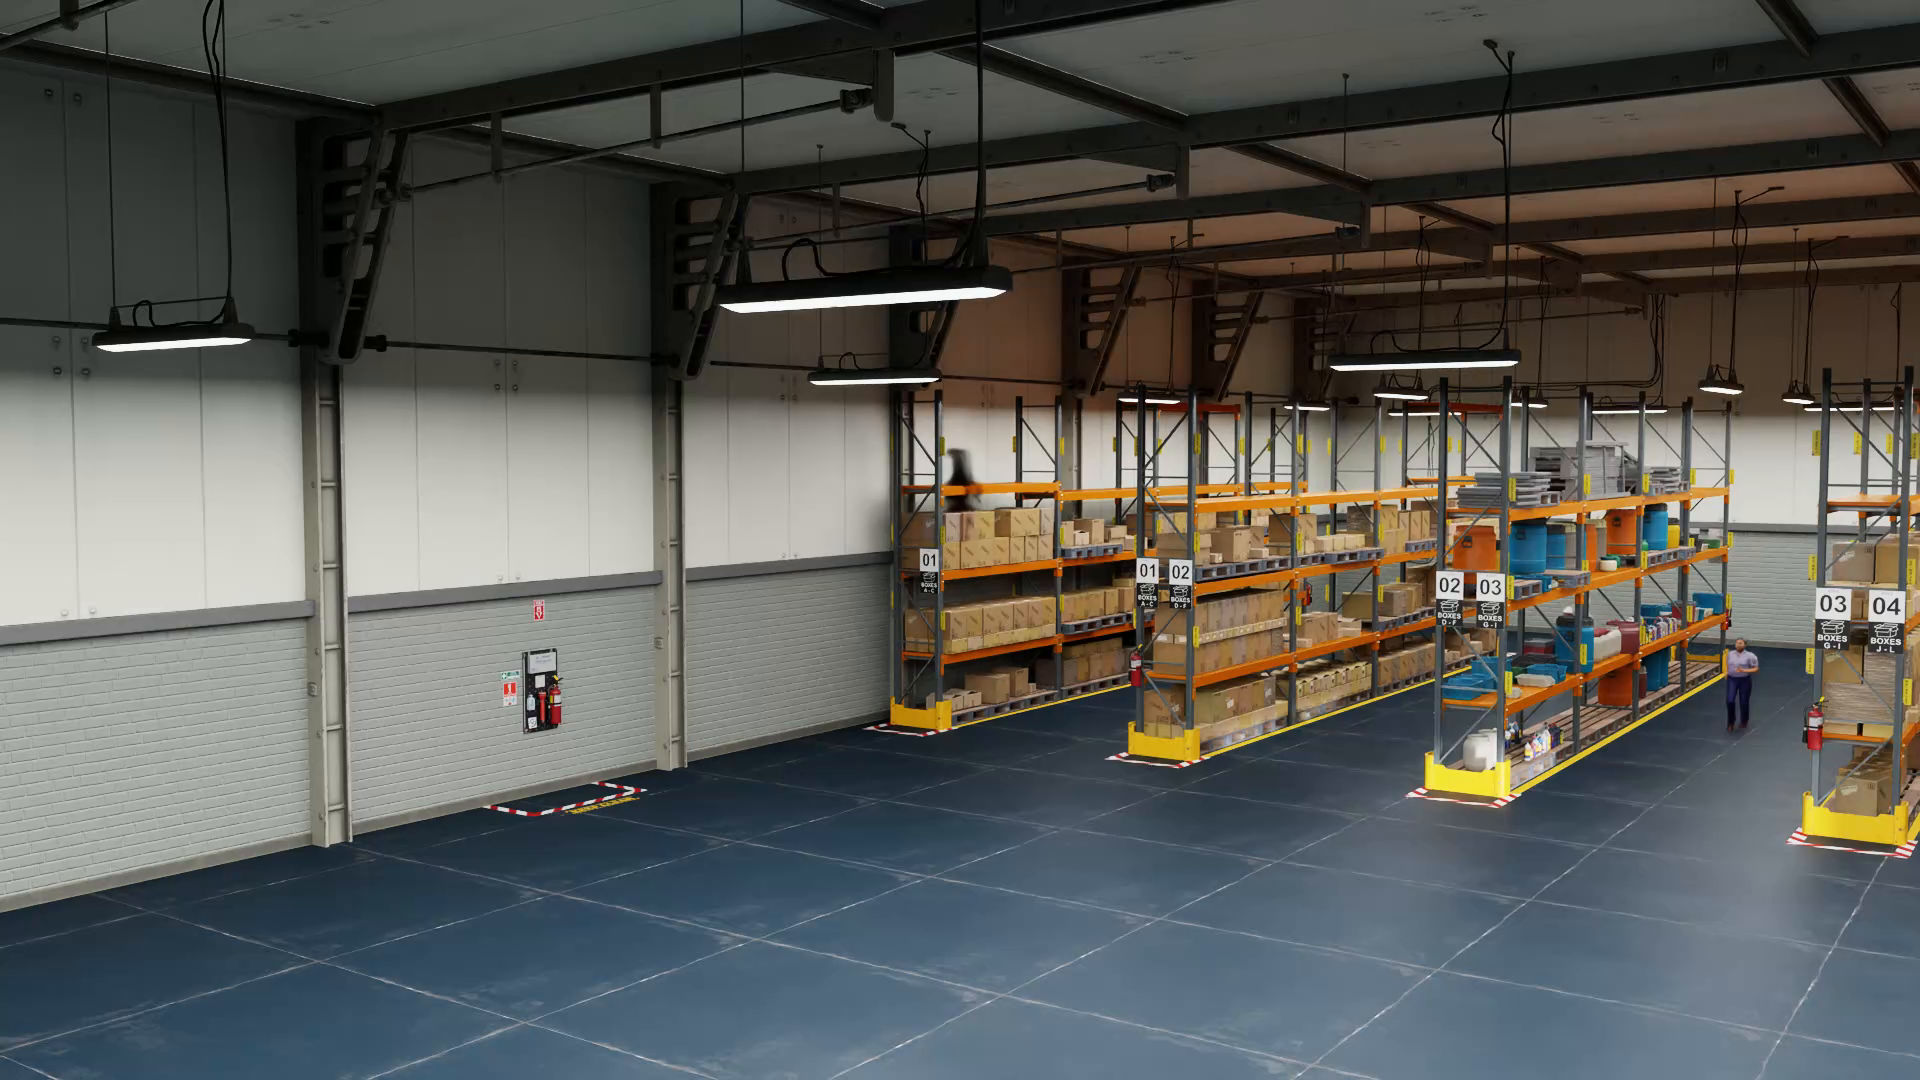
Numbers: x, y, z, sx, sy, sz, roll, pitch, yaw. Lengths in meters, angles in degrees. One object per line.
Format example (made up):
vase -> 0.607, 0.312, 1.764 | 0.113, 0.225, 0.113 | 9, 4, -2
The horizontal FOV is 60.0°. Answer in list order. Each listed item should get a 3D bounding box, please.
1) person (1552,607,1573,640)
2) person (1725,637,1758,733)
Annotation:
person -> 12.561, 2.218, 34.342 | 0.674, 1.709, 0.701 | 1, 4, 24
person -> 13.691, 2.550, 29.148 | 0.572, 1.699, 0.715 | 2, 4, 35
